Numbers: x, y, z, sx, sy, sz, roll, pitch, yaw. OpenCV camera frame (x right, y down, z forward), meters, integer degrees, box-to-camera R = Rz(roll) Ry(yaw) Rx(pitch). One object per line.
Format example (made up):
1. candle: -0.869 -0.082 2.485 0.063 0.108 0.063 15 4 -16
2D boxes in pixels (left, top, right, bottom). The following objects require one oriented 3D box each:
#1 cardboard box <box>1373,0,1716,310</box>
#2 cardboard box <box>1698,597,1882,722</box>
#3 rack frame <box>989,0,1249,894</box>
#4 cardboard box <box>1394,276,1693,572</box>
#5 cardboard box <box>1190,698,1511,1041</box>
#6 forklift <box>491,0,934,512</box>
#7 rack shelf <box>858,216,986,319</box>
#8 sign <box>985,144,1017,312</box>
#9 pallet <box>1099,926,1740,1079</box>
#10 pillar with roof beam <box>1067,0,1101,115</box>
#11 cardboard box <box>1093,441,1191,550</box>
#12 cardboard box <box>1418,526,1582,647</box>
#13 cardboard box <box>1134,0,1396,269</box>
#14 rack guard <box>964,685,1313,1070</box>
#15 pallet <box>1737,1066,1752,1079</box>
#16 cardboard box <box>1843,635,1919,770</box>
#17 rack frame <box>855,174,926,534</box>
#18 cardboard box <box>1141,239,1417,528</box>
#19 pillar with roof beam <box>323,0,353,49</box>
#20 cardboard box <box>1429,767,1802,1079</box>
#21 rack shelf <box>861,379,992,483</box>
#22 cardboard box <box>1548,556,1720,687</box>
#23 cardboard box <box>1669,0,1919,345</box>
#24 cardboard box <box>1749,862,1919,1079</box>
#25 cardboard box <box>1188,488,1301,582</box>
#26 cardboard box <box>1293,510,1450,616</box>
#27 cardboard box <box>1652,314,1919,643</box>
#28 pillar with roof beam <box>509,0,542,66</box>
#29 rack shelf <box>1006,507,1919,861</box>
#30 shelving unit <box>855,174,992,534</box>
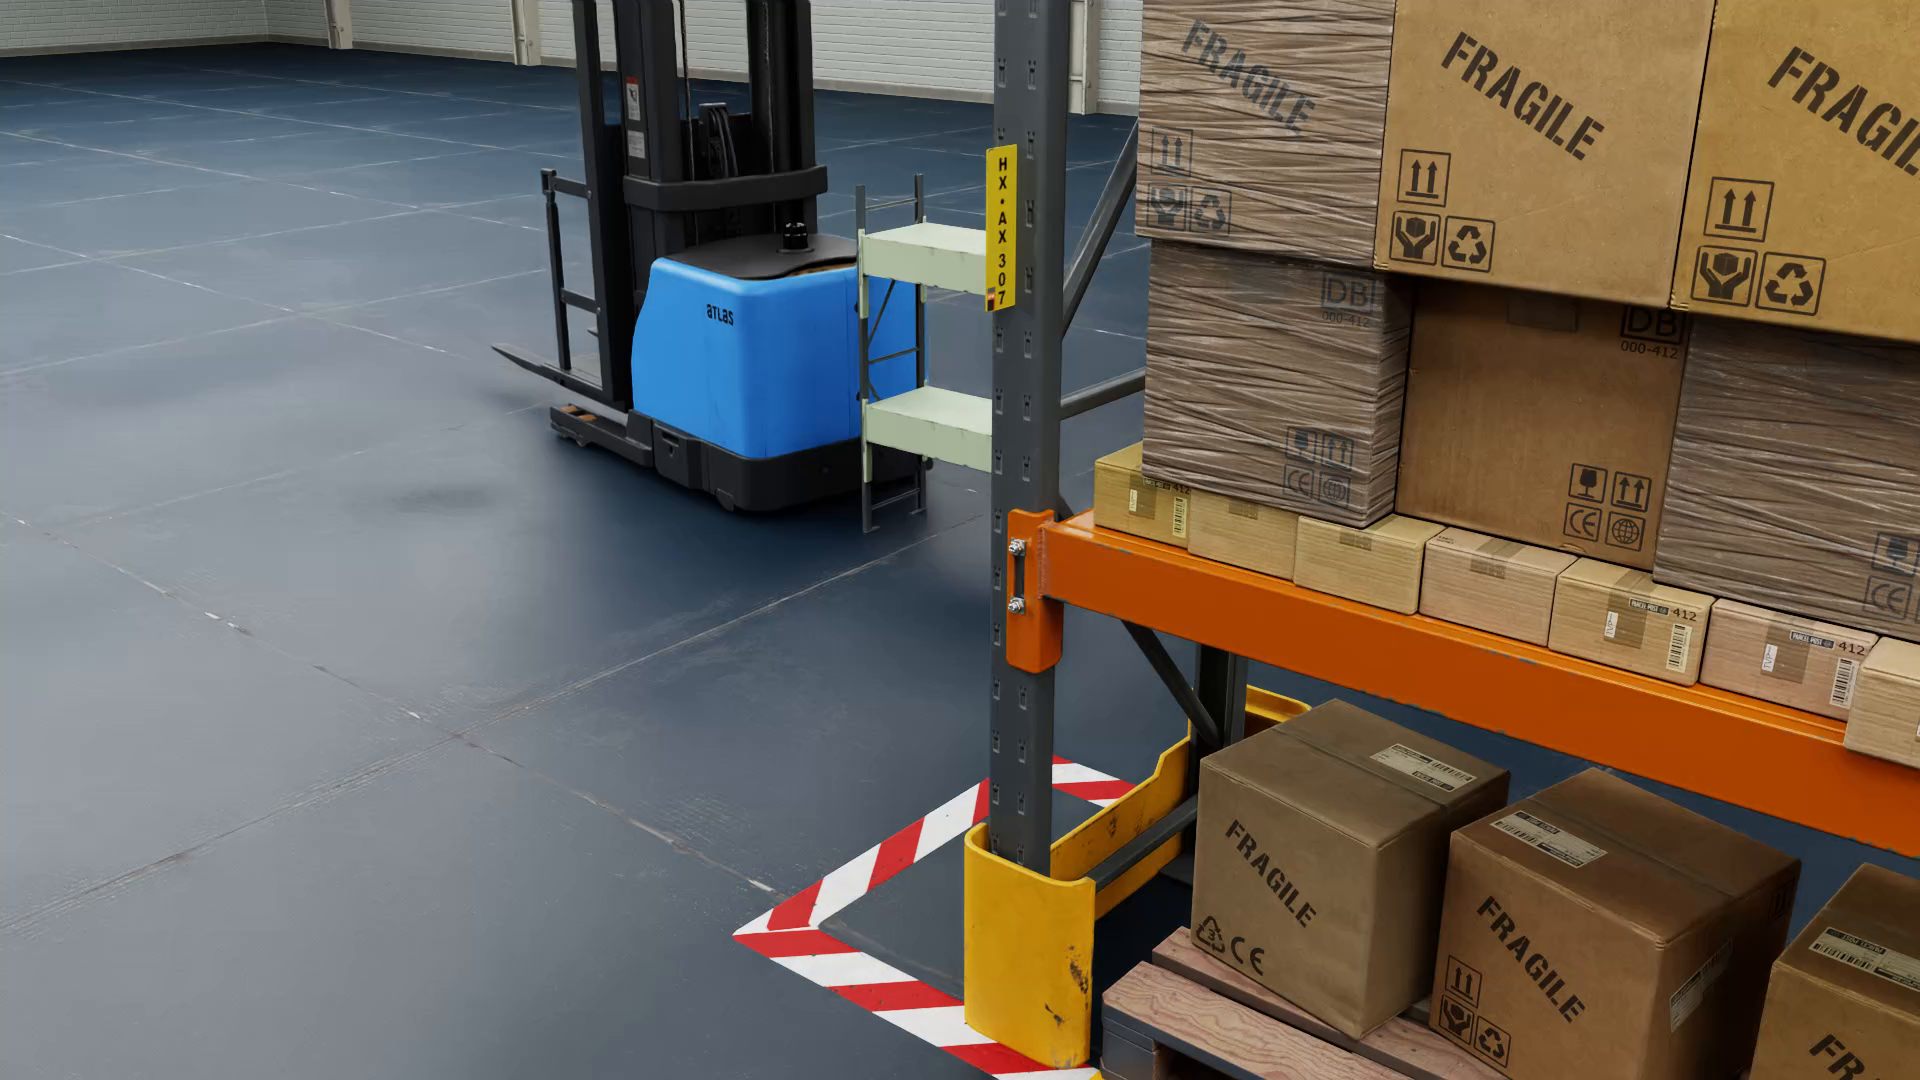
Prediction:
1. cardboard box: 1.065 -0.714 2.831 0.500 0.500 0.500 16 26 36
2. cardboard box: 1.471 0.152 2.869 0.250 0.149 0.380 16 26 36
3. rack frame: 0.428 -0.371 3.901 0.127 3.000 1.000 16 26 36
4. cardboard box: 1.300 -0.348 3.277 0.500 0.500 0.875 16 26 36
5. cardboard box: 0.901 0.746 3.886 0.500 0.500 0.500 -17 26 -37
6. forklift: -1.454 -1.941 8.162 1.130 2.935 3.031 -16 26 -37
7. rack shelf: -0.005 -1.068 6.770 0.720 0.370 0.431 16 26 36
8. sign: 0.085 -0.628 3.355 0.005 0.325 0.100 16 26 36
9. pallet: 1.094 1.142 3.842 1.213 0.211 1.003 16 26 36
10. pillar with roof beam: -1.106 -8.821 17.806 0.400 9.000 9.100 16 26 36
11. cardboard box: 0.498 -0.125 3.604 0.250 0.149 0.380 16 26 36
12. cardboard box: 1.071 0.046 3.150 0.250 0.149 0.380 16 26 36
13. cardboard box: 0.682 -0.828 3.131 0.500 0.500 0.500 16 26 36
14. rack guard: 0.487 0.816 4.297 0.348 0.500 1.175 16 26 36
15. pallet: 2.035 1.414 3.120 1.213 0.211 1.003 16 26 36
16. cardboard box: 1.599 0.236 2.646 0.250 0.149 0.380 16 26 36
17. rack frame: -0.289 -0.785 7.124 0.023 1.500 0.400 16 26 36
18. cardboard box: 0.837 -0.427 3.486 0.500 0.500 0.875 16 26 36
19. pillar with roof beam: -15.051 -12.837 28.455 0.400 9.000 9.100 16 26 36
20. cardboard box: 1.386 0.870 3.558 0.500 0.500 0.500 -14 25 -33
21. rack shelf: -0.005 -0.398 7.023 0.720 0.370 0.431 16 26 36
22. cardboard box: 1.260 0.104 2.997 0.250 0.149 0.380 16 26 36
23. cardboard box: 1.453 -0.603 2.536 0.500 0.500 0.500 16 26 36
24. cardboard box: 1.859 1.015 3.173 0.500 0.500 0.500 19 28 41
25. cardboard box: 0.680 -0.064 3.442 0.250 0.149 0.380 16 26 36
26. cardboard box: 0.864 -0.004 3.283 0.250 0.149 0.380 16 26 36
27. cardboard box: 1.660 -0.225 2.950 0.500 0.500 0.875 16 26 36
28. pillar with roof beam: -10.402 -11.498 24.906 0.400 9.000 9.100 16 26 36
29. rack shelf: 1.977 0.412 2.845 4.000 0.370 1.077 16 26 36
30. shelving unit: -0.005 -0.703 6.907 0.755 1.500 0.431 16 26 36
